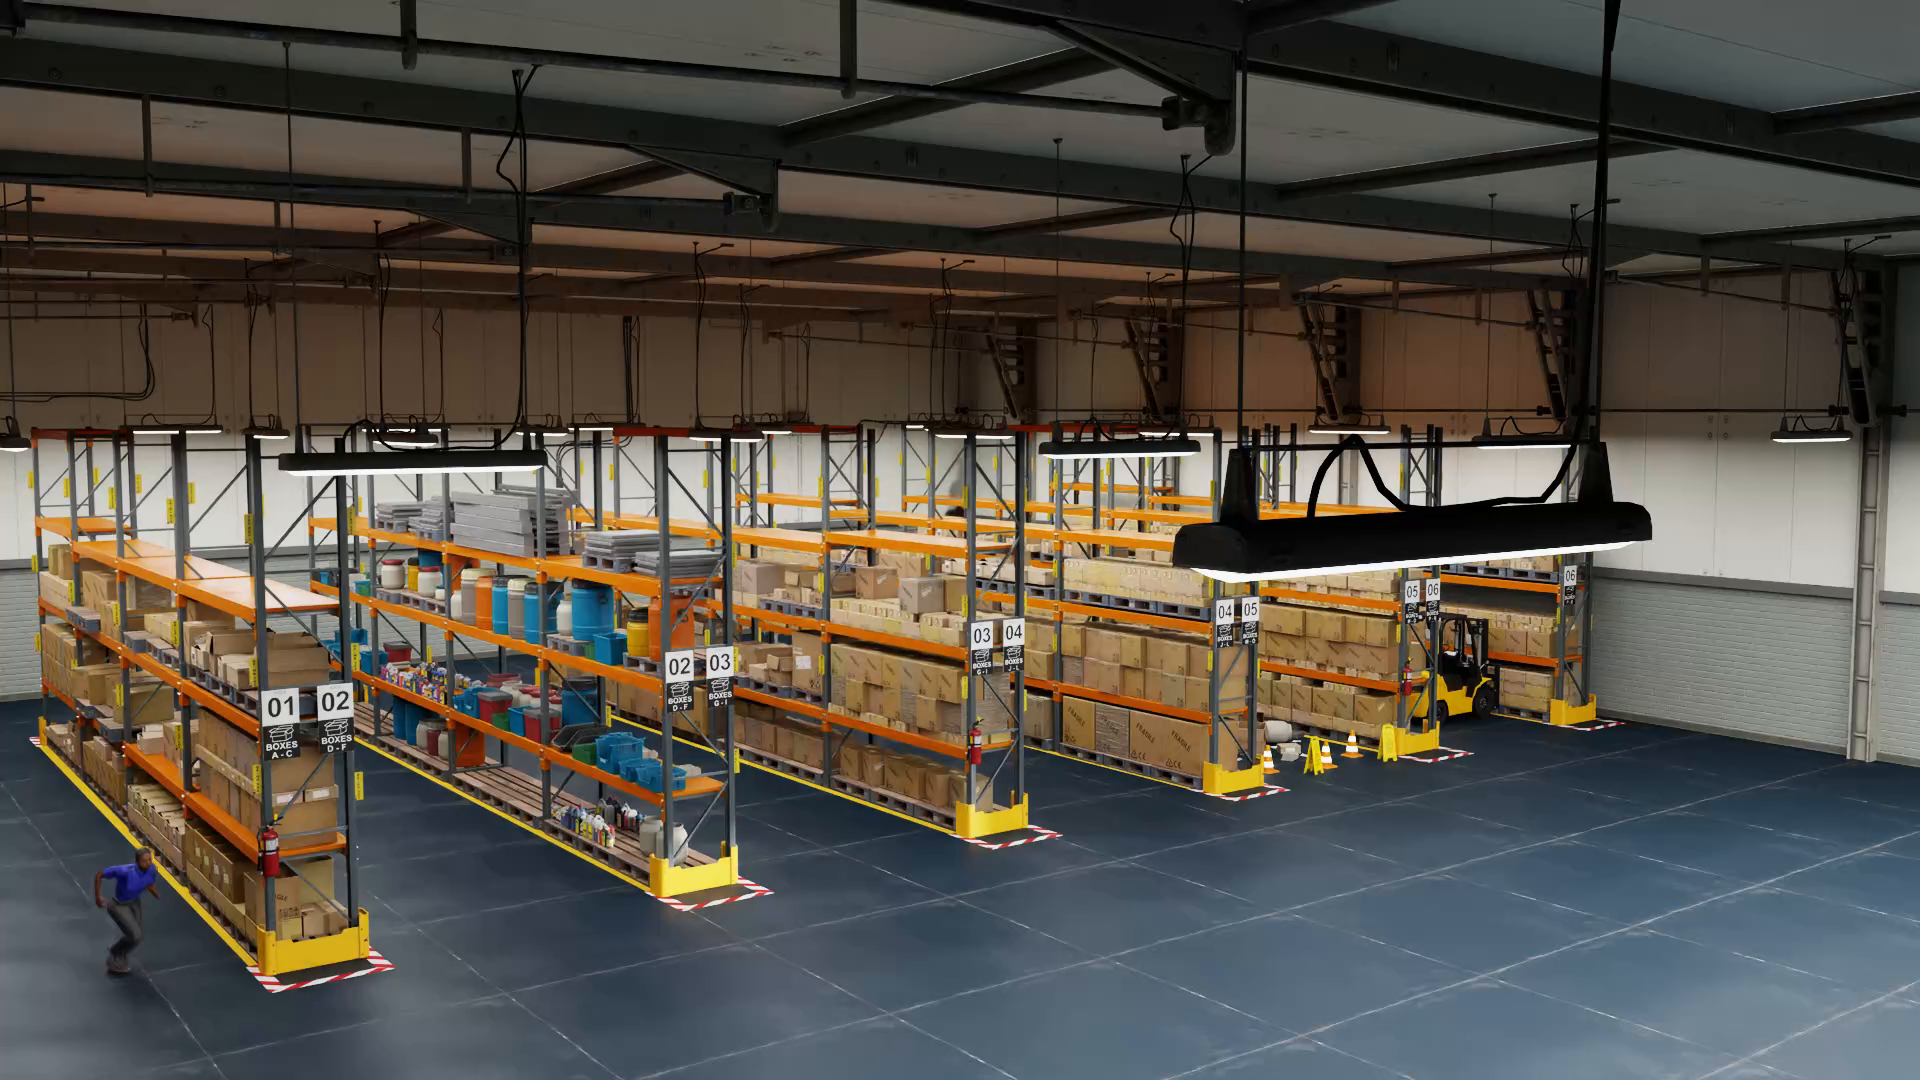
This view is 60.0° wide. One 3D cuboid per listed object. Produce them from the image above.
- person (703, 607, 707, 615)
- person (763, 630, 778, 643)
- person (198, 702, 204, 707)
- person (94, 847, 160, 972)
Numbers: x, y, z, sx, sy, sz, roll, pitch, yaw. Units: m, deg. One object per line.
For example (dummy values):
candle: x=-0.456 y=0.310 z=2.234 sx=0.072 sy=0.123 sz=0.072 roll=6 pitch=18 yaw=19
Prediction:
person: x=-5.921 y=2.418 z=38.890 sx=0.714 sy=1.774 sz=0.730 roll=-2 pitch=5 yaw=-22
person: x=-4.893 y=2.052 z=43.614 sx=0.684 sy=1.741 sz=0.612 roll=2 pitch=5 yaw=25
person: x=-13.948 y=3.082 z=30.992 sx=0.591 sy=1.629 sz=0.577 roll=-3 pitch=6 yaw=-36
person: x=-9.279 y=4.135 z=18.519 sx=0.855 sy=1.486 sz=0.602 roll=2 pitch=5 yaw=25
